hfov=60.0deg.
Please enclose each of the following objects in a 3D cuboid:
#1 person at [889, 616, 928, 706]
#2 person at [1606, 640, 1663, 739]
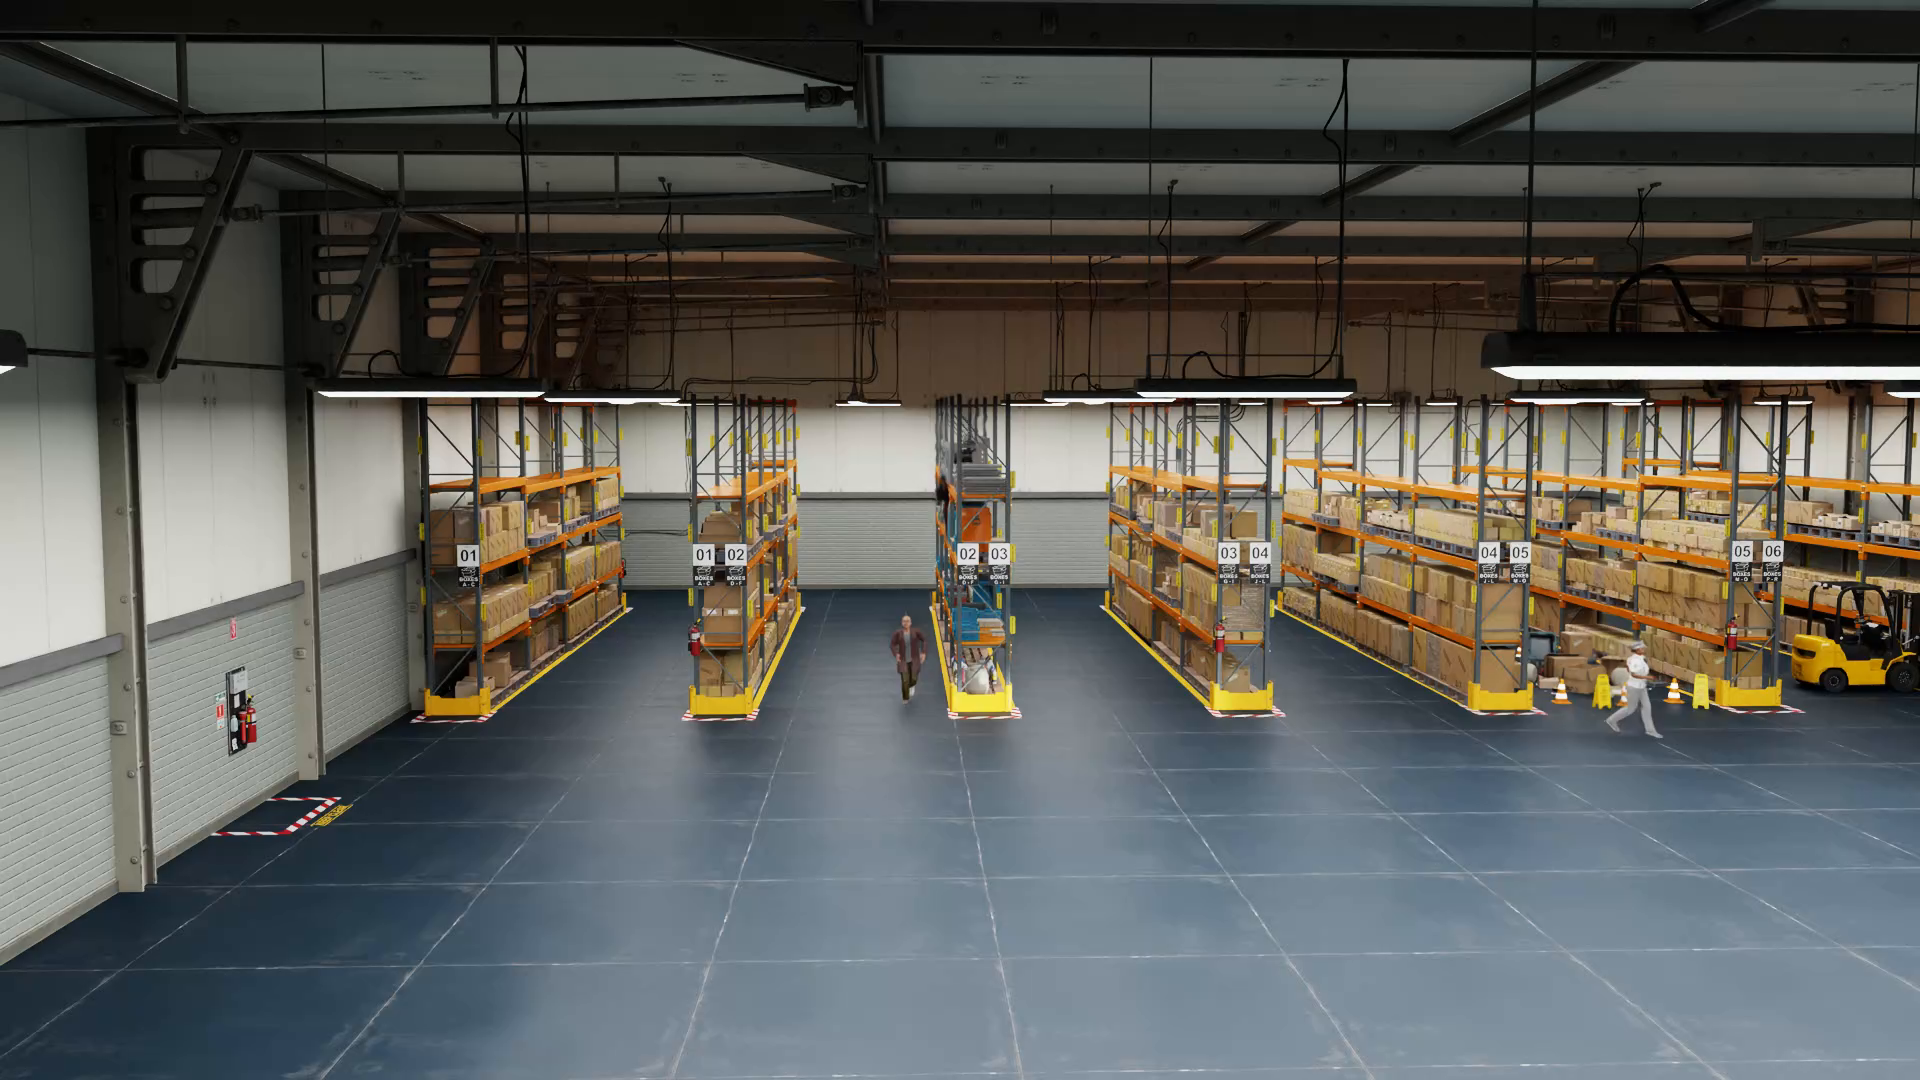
[{"bbox_3d":[-0.999,2.333,32.200,0.738,1.743,0.702,0,4,0],"label":"person"},{"bbox_3d":[11.770,2.580,28.973,0.940,1.704,0.582,3,6,35],"label":"person"}]
